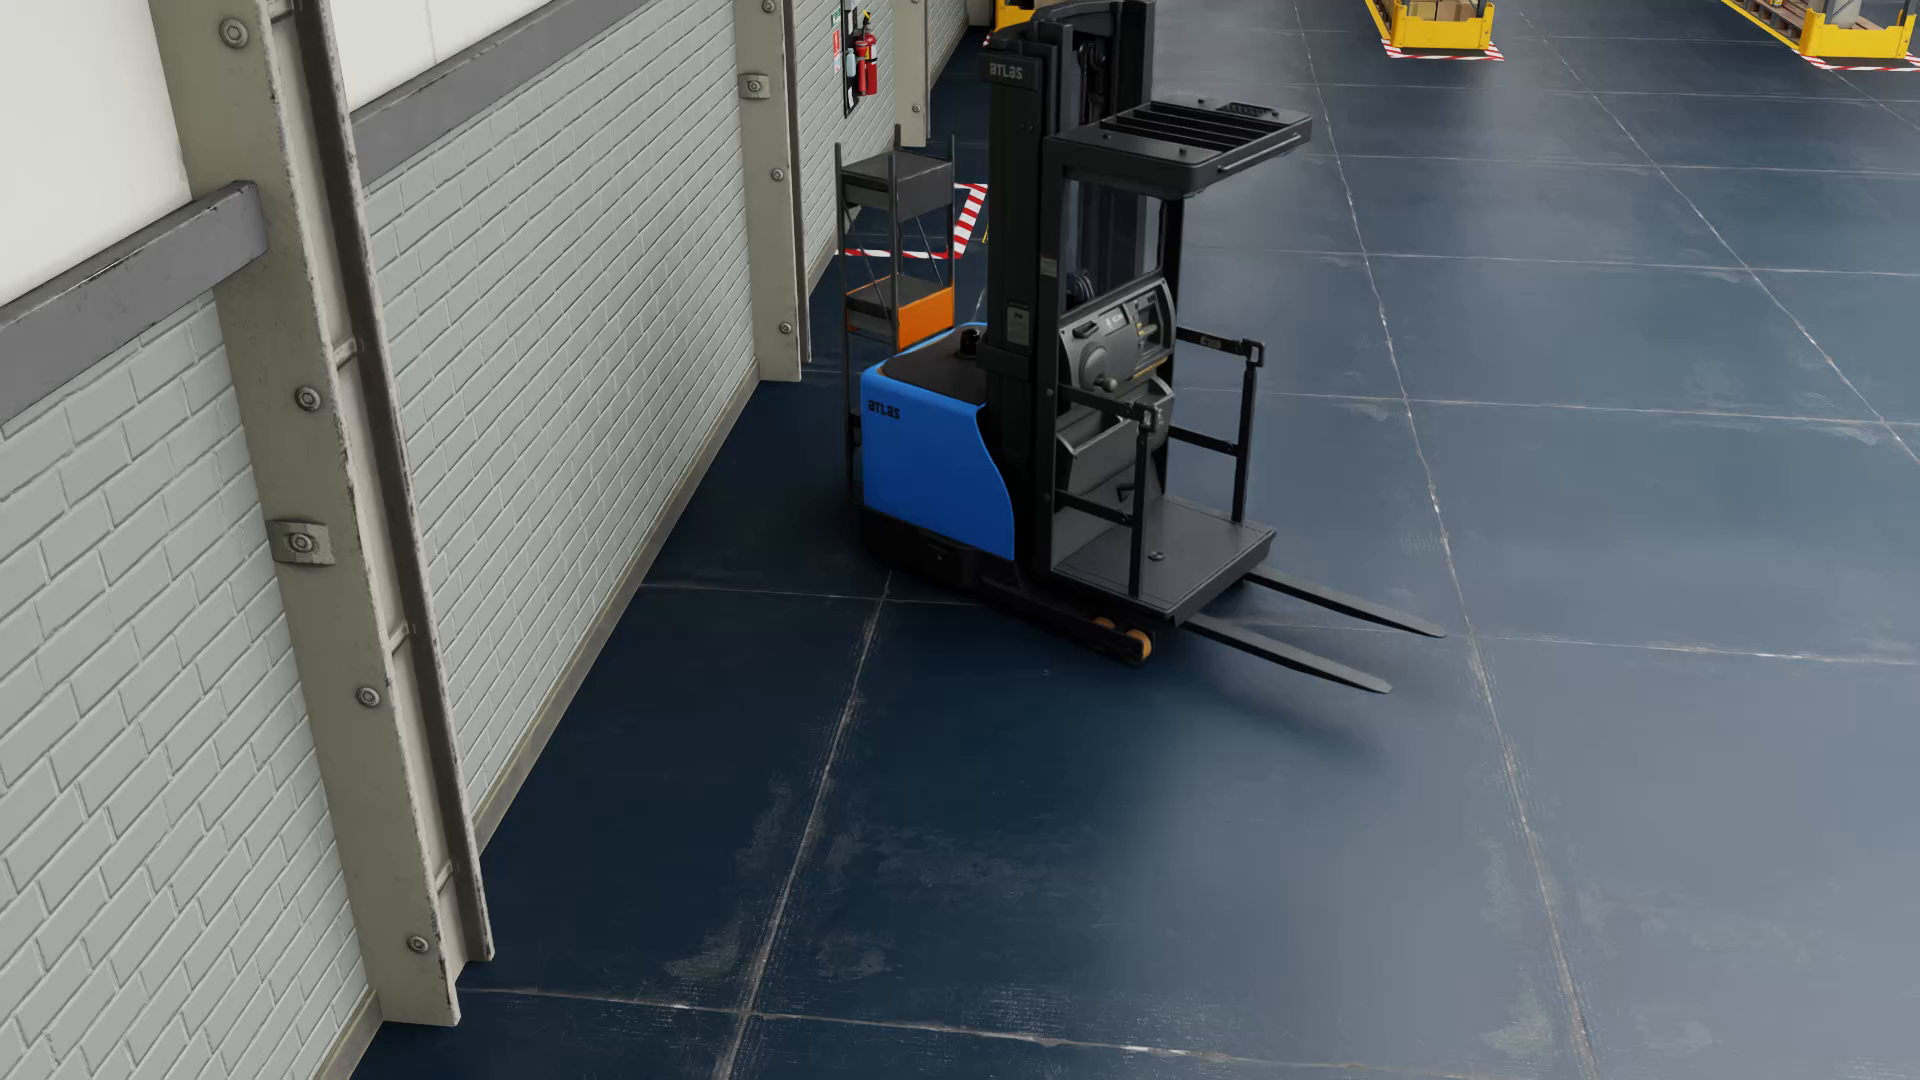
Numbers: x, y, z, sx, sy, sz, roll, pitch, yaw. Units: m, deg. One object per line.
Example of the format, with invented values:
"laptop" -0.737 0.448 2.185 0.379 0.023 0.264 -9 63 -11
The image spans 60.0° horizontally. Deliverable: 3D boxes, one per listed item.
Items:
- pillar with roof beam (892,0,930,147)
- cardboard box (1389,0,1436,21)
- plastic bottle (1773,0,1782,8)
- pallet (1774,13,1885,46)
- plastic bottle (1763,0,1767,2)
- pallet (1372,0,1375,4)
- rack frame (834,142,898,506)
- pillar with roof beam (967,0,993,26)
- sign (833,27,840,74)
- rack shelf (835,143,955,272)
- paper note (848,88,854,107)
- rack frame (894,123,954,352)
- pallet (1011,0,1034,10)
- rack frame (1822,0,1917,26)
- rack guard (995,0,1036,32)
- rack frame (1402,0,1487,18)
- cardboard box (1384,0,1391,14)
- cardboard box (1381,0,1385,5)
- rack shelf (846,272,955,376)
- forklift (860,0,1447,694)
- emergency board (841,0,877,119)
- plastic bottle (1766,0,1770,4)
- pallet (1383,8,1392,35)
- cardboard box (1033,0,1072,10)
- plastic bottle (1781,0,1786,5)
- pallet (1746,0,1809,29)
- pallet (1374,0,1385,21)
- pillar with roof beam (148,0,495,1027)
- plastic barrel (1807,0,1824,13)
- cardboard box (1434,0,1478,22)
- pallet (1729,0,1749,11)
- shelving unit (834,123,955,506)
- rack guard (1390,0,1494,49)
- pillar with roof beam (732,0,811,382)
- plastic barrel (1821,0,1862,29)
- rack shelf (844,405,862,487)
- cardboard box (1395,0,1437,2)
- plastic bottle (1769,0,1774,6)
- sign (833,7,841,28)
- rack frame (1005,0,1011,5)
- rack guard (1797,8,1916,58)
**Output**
"pillar with roof beam" 3.795 -7.708 14.069 9.100 9.000 0.400 3 28 6
"cardboard box" 5.720 -6.719 21.016 0.500 0.250 0.500 3 28 6
"plastic bottle" 10.653 -7.037 21.636 0.097 0.201 0.097 0 28 0
"pallet" 10.931 -6.378 20.867 1.003 0.211 1.213 3 28 6
"plastic bottle" 10.728 -7.252 21.957 0.152 0.276 0.135 3 28 5
"pallet" 6.299 -7.759 23.429 1.003 0.211 1.213 3 28 6
"rack frame" -0.493 -1.092 9.063 0.400 2.100 0.015 20 34 33
"pillar with roof beam" 4.531 -10.532 19.311 9.100 9.000 0.400 3 28 6
"sign" -0.988 -3.917 13.321 0.001 0.329 0.234 3 28 6
"rack shelf" -0.343 -1.787 8.907 0.431 0.518 0.480 20 34 33
"paper note" -0.908 -3.689 13.863 0.016 0.148 0.142 3 28 6
"rack frame" -0.194 -1.275 9.402 0.400 2.100 0.015 20 34 33
"pallet" 1.175 -6.950 21.927 1.003 0.211 1.213 3 28 6
"rack frame" 10.863 -7.186 19.425 1.000 3.000 0.127 3 28 6
"rack guard" 1.040 -6.697 21.153 1.175 0.500 0.348 3 28 6
"rack frame" 5.948 -7.475 19.963 1.000 3.000 0.127 3 28 6
"cardboard box" 5.769 -6.955 21.454 0.500 0.250 0.500 3 28 6
"cardboard box" 5.829 -7.191 21.891 0.500 0.250 0.500 3 28 6
"rack shelf" -0.343 -1.171 9.239 0.431 0.518 0.480 20 34 33
"forklift" 0.937 -0.969 7.958 3.031 2.935 1.130 20 34 33
"emergency board" -0.818 -4.156 13.801 0.194 1.169 0.643 3 28 6
"plastic bottle" 10.711 -7.187 21.836 0.152 0.276 0.135 4 29 7
"pallet" 6.000 -6.610 21.297 1.003 0.211 1.213 3 28 6
"cardboard box" 1.205 -7.092 21.622 0.500 0.311 0.500 0 28 0
"plastic bottle" 10.817 -7.184 21.823 0.061 0.283 0.133 3 28 6
"pallet" 11.083 -6.951 21.930 1.003 0.211 1.213 3 28 6
"pallet" 6.152 -7.183 22.360 1.003 0.211 1.213 3 28 6
"pillar with roof beam" 2.325 -2.059 3.584 9.100 9.000 0.400 3 28 6
"plastic barrel" 10.929 -6.825 20.937 0.421 0.512 0.421 0 28 0
"cardboard box" 6.234 -6.689 20.960 0.500 0.250 0.500 3 28 6
"pallet" 11.230 -7.527 22.999 1.003 0.211 1.213 3 28 6
"shelving unit" -0.343 -1.183 9.232 0.431 2.100 0.503 20 34 33
"rack guard" 5.945 -6.363 20.534 1.175 0.500 0.348 3 28 6
"pillar with roof beam" 3.060 -4.883 8.827 9.100 9.000 0.400 3 28 6
"plastic barrel" 10.868 -6.589 20.499 0.421 0.512 0.421 0 28 0
"rack shelf" -0.343 -0.555 9.571 0.431 0.518 0.480 20 34 33
"cardboard box" 5.718 -7.049 20.838 0.500 0.500 0.500 3 28 6
"plastic bottle" 10.649 -7.129 21.721 0.061 0.283 0.133 4 29 7
"sign" -0.978 -4.152 13.198 0.001 0.109 0.331 3 28 6
"rack frame" 1.031 -7.761 20.494 1.000 3.000 0.127 3 28 6
"rack guard" 10.826 -6.124 20.089 1.175 0.500 0.348 3 28 6
